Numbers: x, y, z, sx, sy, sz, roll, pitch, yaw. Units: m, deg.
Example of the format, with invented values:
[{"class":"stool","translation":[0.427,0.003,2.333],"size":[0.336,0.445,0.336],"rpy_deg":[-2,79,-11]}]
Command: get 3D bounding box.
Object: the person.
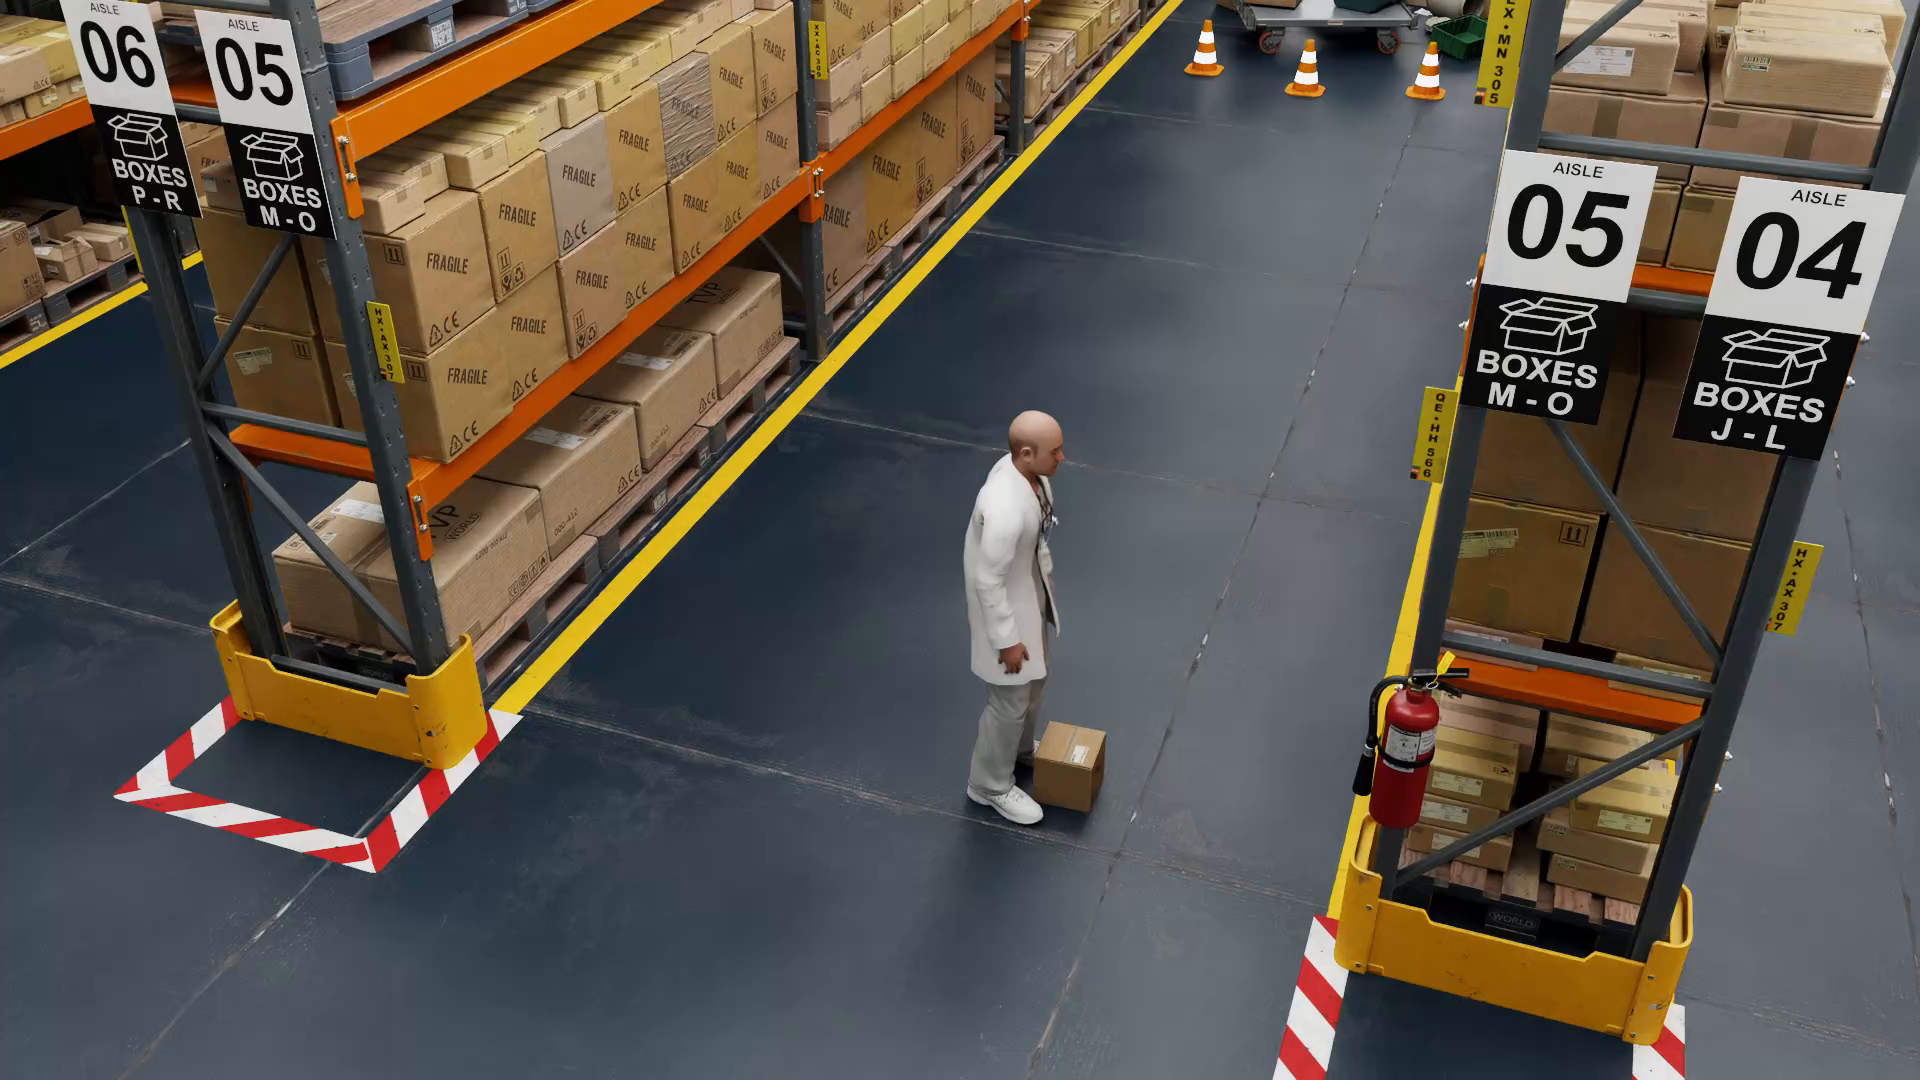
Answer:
[{"class":"person","translation":[7.821,-1.813,9.964],"size":[12.570,1.775,12.570],"rpy_deg":[10,34,15]}]
